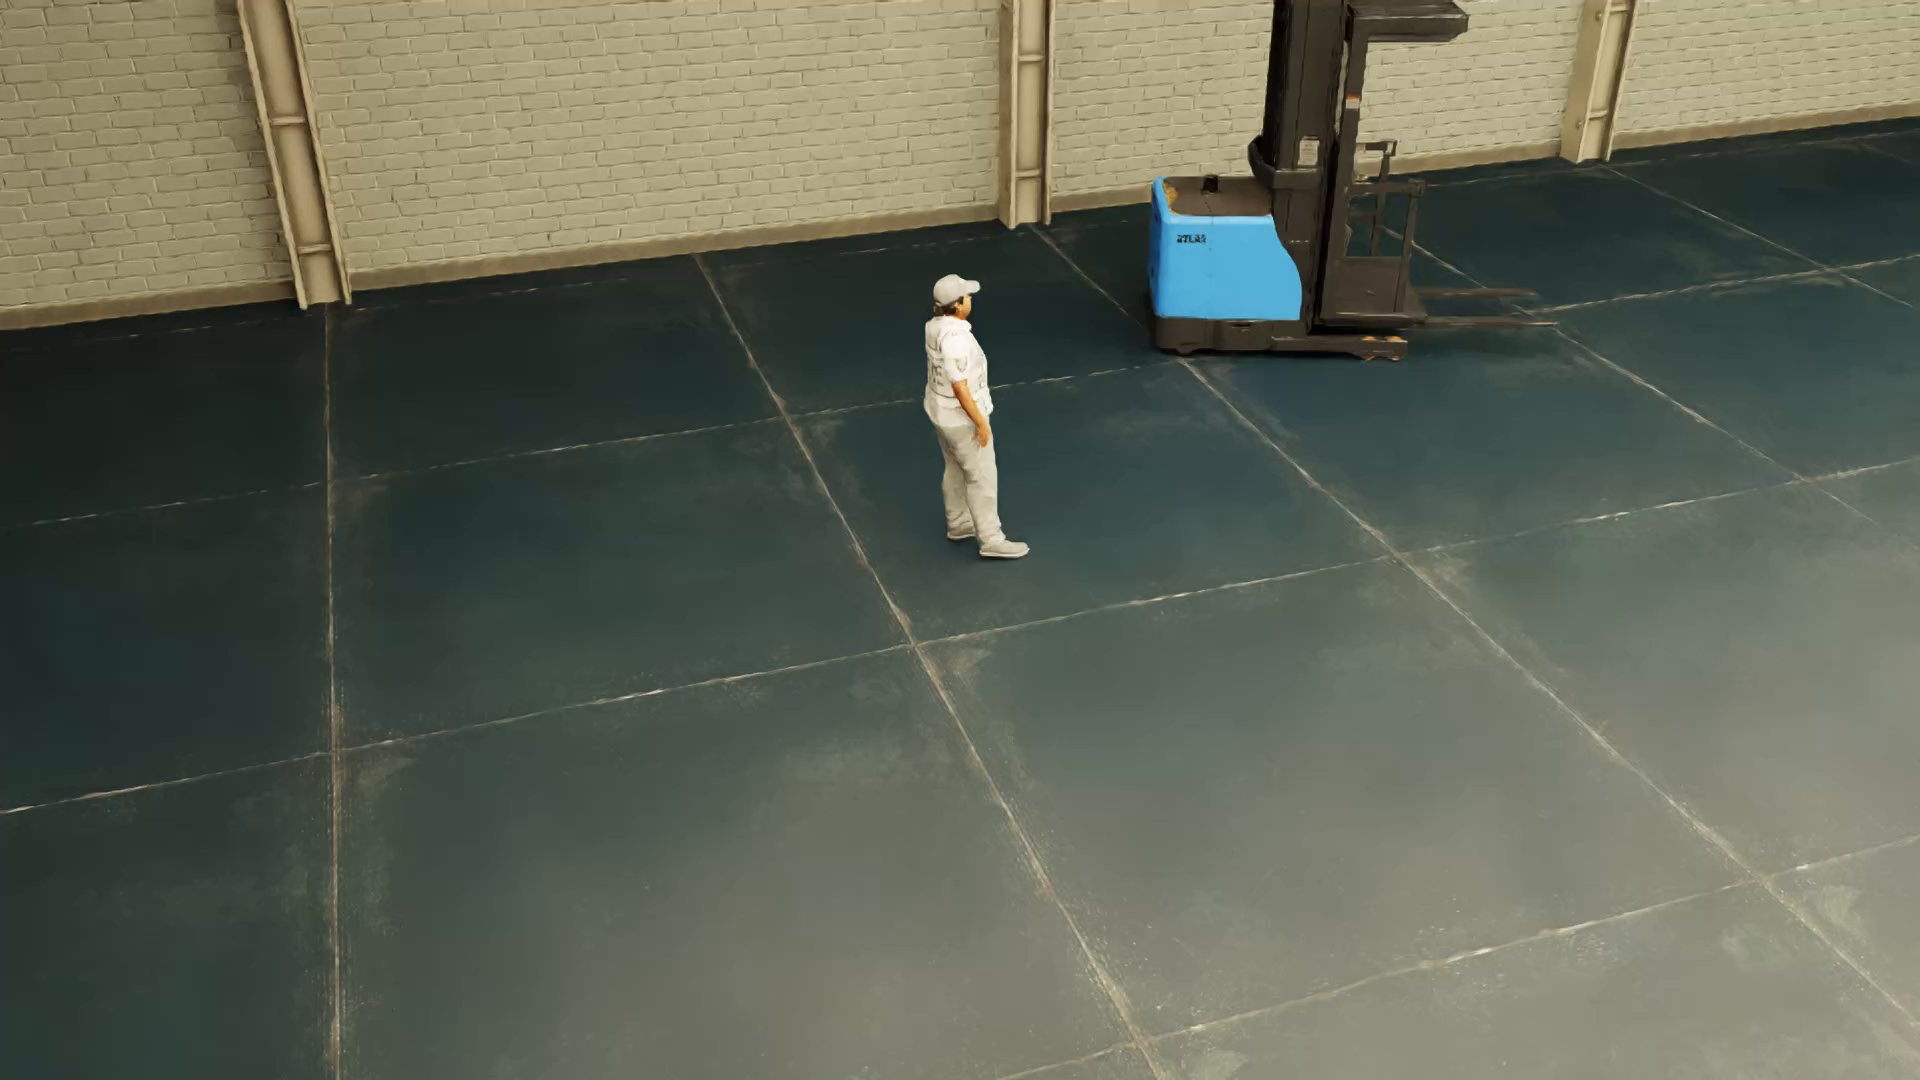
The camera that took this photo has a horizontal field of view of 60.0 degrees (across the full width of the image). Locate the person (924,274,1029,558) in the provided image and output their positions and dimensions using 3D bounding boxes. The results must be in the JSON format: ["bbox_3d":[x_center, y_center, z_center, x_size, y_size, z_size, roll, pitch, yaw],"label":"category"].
[{"bbox_3d":[0.080,-0.730,9.609,0.529,1.669,0.598,-10,31,-16],"label":"person"}]

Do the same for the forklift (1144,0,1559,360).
[{"bbox_3d":[2.962,-2.877,12.088,3.031,2.935,1.130,1,30,1],"label":"forklift"}]
